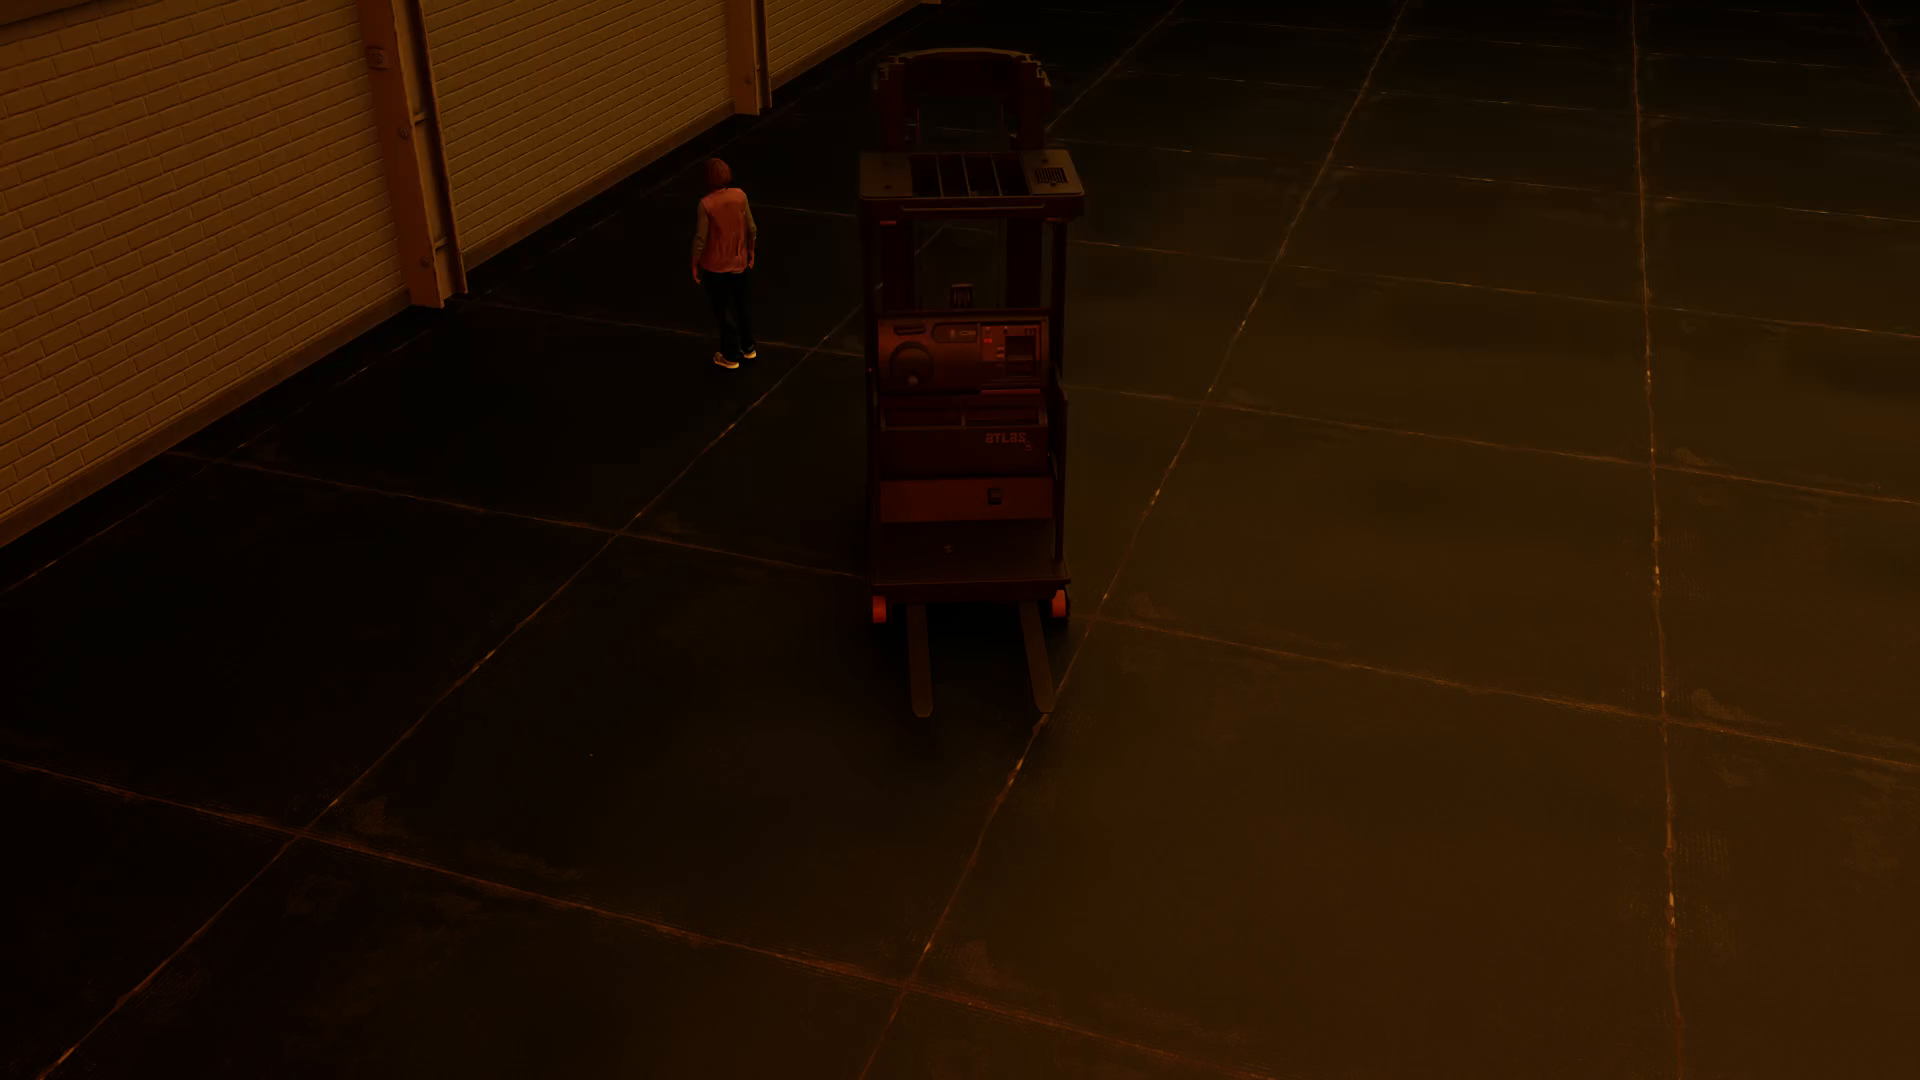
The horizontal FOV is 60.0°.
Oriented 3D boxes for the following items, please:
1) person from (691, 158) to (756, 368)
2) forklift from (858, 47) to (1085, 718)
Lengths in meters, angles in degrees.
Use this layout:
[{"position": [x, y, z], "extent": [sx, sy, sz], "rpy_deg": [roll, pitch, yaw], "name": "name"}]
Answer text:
[{"position": [-1.715, -2.003, 11.983], "extent": [0.520, 1.597, 0.475], "rpy_deg": [-17, 34, -27], "name": "person"}, {"position": [0.035, -0.972, 8.842], "extent": [1.130, 2.935, 3.031], "rpy_deg": [-2, 30, -3], "name": "forklift"}]
